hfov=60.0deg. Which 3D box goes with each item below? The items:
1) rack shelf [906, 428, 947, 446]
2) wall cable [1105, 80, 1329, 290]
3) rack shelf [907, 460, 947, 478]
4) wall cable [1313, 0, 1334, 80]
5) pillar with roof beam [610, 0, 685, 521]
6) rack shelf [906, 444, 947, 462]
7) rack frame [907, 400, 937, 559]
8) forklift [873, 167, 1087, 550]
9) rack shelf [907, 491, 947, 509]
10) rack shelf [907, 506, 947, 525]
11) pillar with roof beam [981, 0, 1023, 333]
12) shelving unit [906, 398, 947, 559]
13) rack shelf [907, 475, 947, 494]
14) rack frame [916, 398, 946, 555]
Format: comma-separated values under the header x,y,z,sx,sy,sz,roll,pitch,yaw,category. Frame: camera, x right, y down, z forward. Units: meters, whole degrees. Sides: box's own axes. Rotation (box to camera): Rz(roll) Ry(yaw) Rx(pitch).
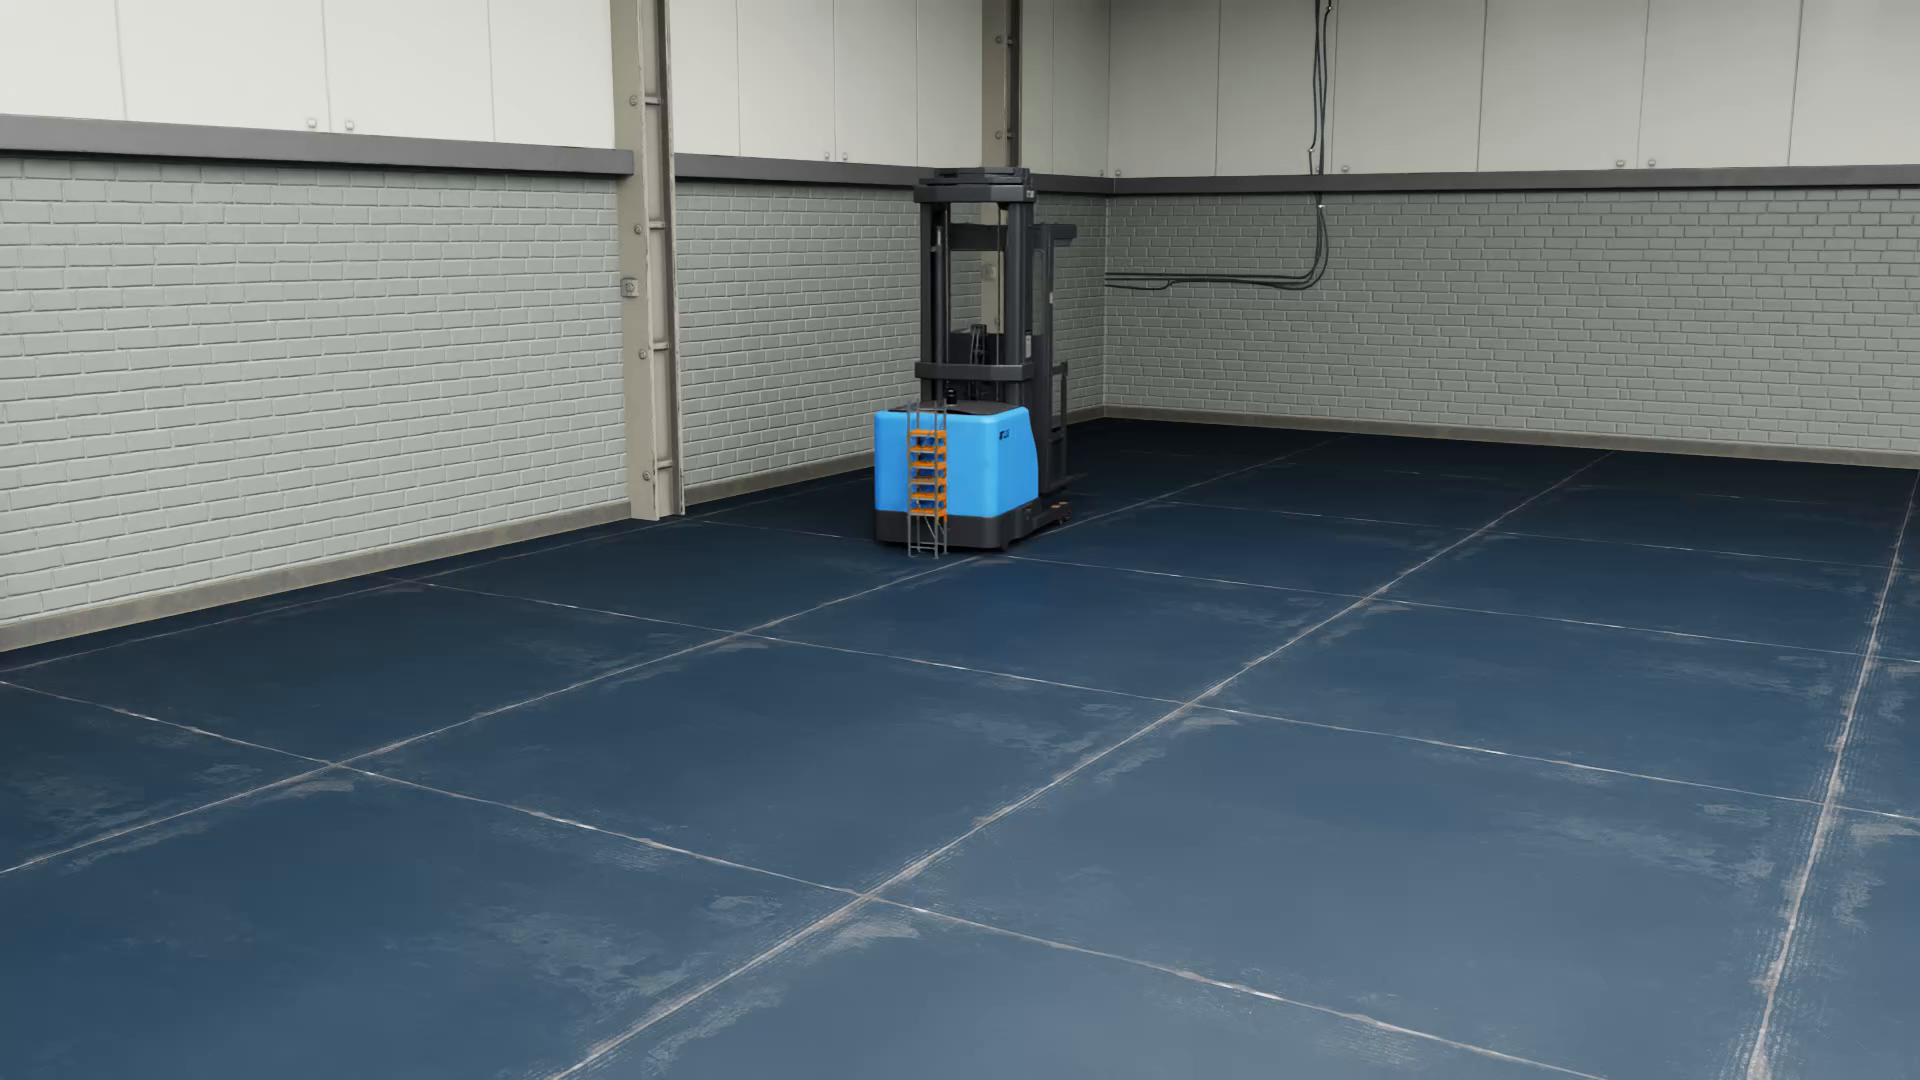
x,y,z,sx,sy,sz,roll,pitch,yaw,category
-0.250,-0.777,12.542,0.258,0.103,0.180,4,11,21,rack shelf
3.134,-4.389,20.797,3.097,2.526,0.112,6,12,31,wall cable
-0.250,-0.541,12.586,0.258,0.103,0.180,4,11,21,rack shelf
5.446,-6.613,18.952,3.097,2.526,0.112,6,12,31,wall cable
1.038,-4.224,11.474,9.100,9.000,0.400,6,12,31,pillar with roof beam
-0.250,-0.659,12.564,0.258,0.103,0.180,4,11,21,rack shelf
-0.283,-0.451,12.516,0.240,1.200,0.006,4,11,21,rack frame
0.322,-1.595,13.922,1.130,2.935,3.031,4,11,21,forklift
-0.250,-0.305,12.630,0.258,0.103,0.180,4,11,21,rack shelf
-0.250,-0.187,12.652,0.258,0.103,0.180,4,11,21,rack shelf
4.153,-5.167,16.515,9.100,9.000,0.400,6,12,31,pillar with roof beam
-0.250,-0.466,12.600,0.258,1.200,0.189,4,11,21,shelving unit
-0.250,-0.423,12.608,0.258,0.103,0.180,4,11,21,rack shelf
-0.218,-0.482,12.684,0.240,1.200,0.006,4,11,21,rack frame
